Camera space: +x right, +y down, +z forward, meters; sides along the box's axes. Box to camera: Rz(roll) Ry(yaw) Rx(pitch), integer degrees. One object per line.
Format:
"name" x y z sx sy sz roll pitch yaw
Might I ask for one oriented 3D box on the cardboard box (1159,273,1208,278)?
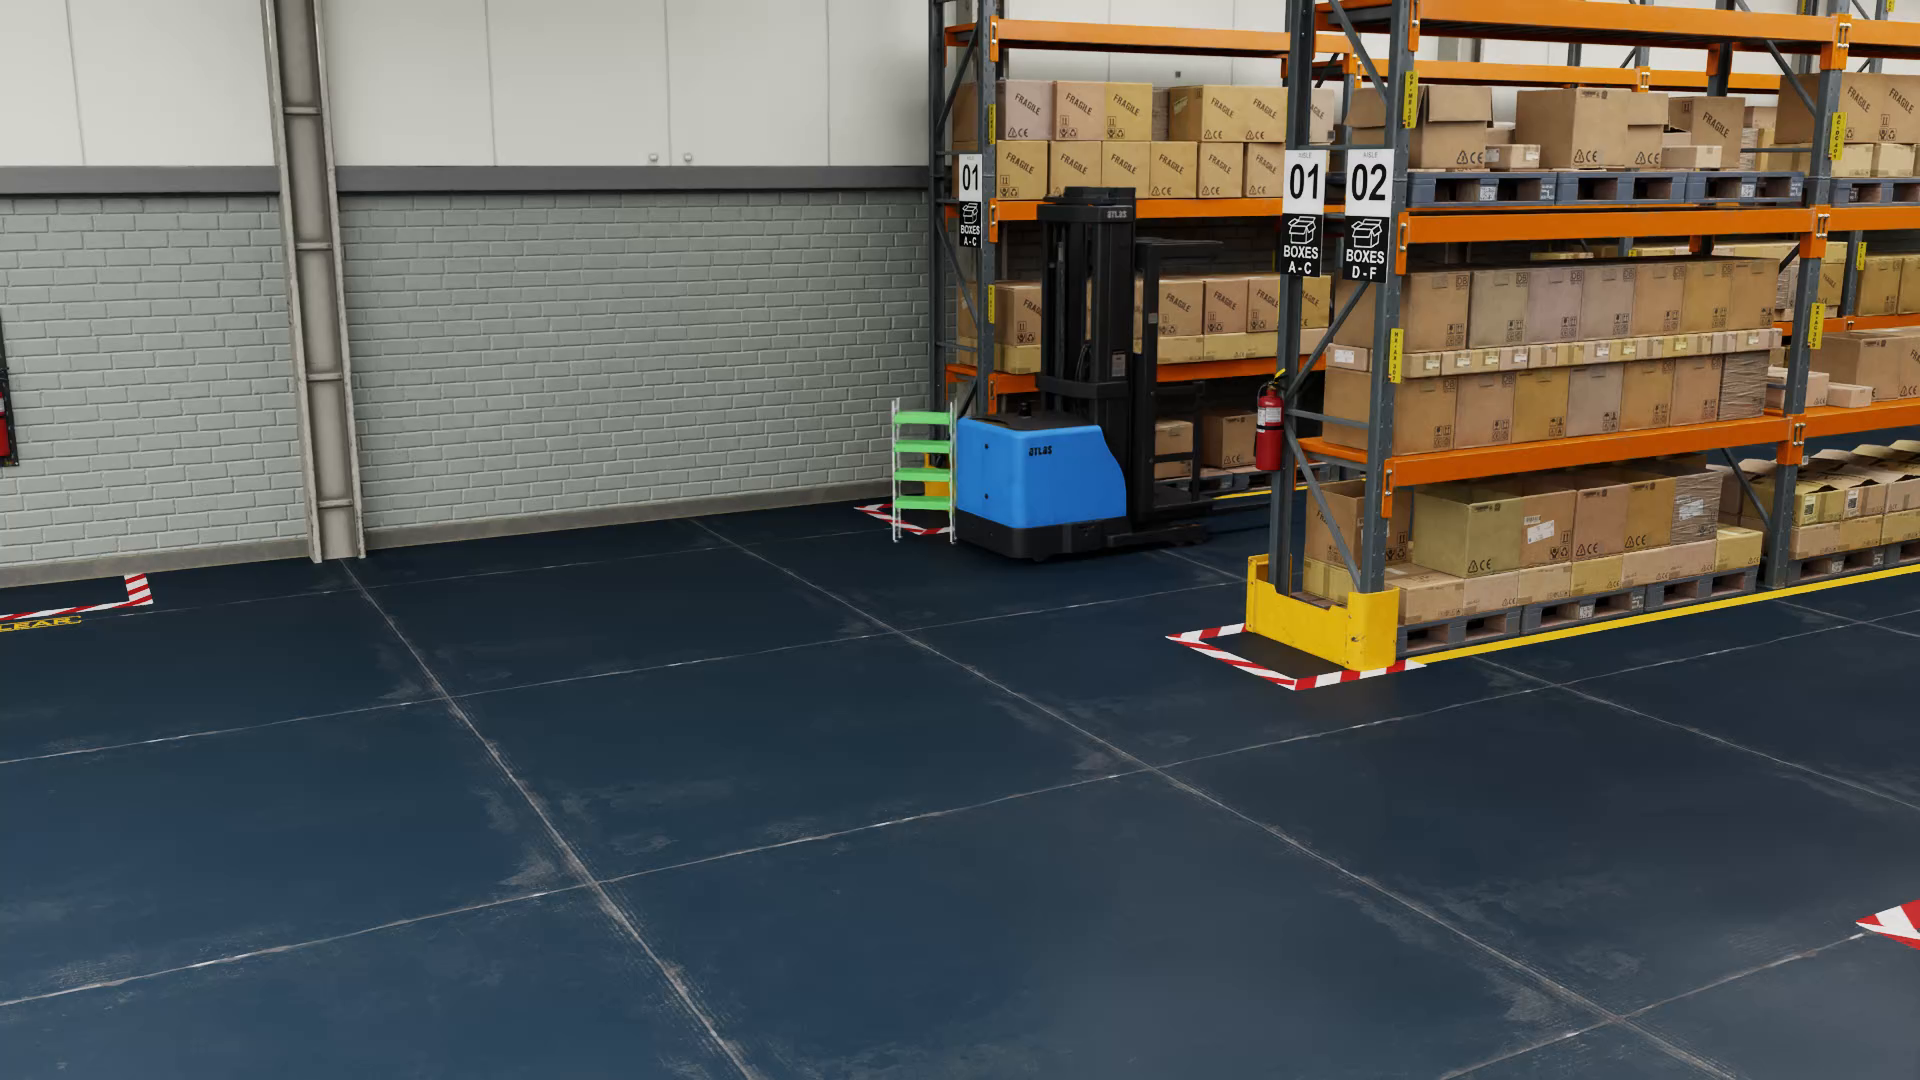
"cardboard box" 2.111 -2.329 16.215 0.500 0.500 0.500 -6 14 -26

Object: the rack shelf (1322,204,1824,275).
"rack shelf" 4.141 -2.089 11.365 4.000 0.370 1.077 -7 14 -28

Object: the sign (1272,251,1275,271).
"sign" 3.251 -2.812 17.137 0.005 0.325 0.100 -7 14 -28

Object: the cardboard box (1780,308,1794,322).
"cardboard box" 9.718 -2.691 19.761 0.250 0.149 0.380 -7 14 -28

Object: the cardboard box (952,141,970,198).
"cardboard box" 0.254 -3.335 14.990 0.500 0.500 0.500 -6 14 -24

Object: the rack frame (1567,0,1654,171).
"rack frame" 7.031 -5.489 18.002 0.127 3.000 1.000 -7 14 -28

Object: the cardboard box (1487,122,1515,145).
"cardboard box" 3.758 -2.689 11.324 0.500 0.311 0.500 -5 14 -21

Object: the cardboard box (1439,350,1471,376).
"cardboard box" 3.064 -1.159 10.723 0.250 0.149 0.380 -7 15 -29

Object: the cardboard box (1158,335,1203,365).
"cardboard box" 1.933 -1.809 15.614 0.500 0.250 0.500 -7 14 -27

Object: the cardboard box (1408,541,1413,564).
"cardboard box" 3.148 0.202 11.684 0.500 0.250 0.500 -7 14 -28

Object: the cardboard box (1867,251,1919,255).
"cardboard box" 12.303 -3.337 21.422 0.700 0.700 0.980 -8 15 -31

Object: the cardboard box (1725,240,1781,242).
"cardboard box" 9.557 -3.498 20.160 0.500 0.250 0.500 -7 14 -27

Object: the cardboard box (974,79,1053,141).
"cardboard box" 0.463 -3.724 14.441 0.500 0.500 0.500 -8 15 -32

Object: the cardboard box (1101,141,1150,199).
"cardboard box" 1.365 -3.334 14.987 0.500 0.500 0.500 -6 14 -25

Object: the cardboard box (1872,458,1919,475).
"cardboard box" 7.728 -0.481 13.444 0.500 0.311 0.500 -6 14 -26

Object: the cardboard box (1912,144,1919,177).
"cardboard box" 7.604 -2.971 13.033 0.500 0.250 0.500 -8 15 -33

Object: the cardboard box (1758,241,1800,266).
"cardboard box" 9.801 -3.402 19.734 0.500 0.250 0.500 -6 14 -27

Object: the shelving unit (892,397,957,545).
"shelving unit" -0.295 -0.581 13.959 0.503 1.200 0.258 2 13 9

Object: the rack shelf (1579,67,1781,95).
"rack shelf" 8.786 -5.153 19.060 4.000 0.370 1.077 -7 14 -28

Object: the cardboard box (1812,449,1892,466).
"cardboard box" 7.450 -0.582 13.891 0.500 0.311 0.500 -7 14 -29

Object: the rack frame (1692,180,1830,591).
"rack frame" 5.897 -1.187 12.550 0.127 3.000 1.000 -7 14 -28

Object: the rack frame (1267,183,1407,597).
"rack frame" 2.386 -0.766 10.681 0.127 3.000 1.000 -7 14 -28

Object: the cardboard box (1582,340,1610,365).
"cardboard box" 4.183 -1.292 11.315 0.250 0.149 0.380 -7 14 -27

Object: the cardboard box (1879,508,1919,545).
"cardboard box" 7.272 -0.153 13.265 0.500 0.250 0.500 -7 15 -30

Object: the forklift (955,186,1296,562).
"forklift" 1.494 -1.469 13.963 3.031 2.935 1.130 -7 15 -29

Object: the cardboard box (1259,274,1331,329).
"cardboard box" 3.253 -2.334 16.237 0.500 0.500 0.500 -7 14 -28

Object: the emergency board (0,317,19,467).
"emergency board" -7.245 -1.077 12.061 0.643 1.169 0.194 -7 14 -28

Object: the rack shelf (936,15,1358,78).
"rack shelf" 1.764 -4.505 15.276 4.000 0.370 1.077 -7 14 -28

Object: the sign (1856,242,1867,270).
"sign" 10.810 -3.405 19.952 0.005 0.325 0.100 -7 14 -28

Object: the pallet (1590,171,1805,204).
"pallet" 5.160 -2.512 11.810 1.213 0.211 1.003 -7 14 -28

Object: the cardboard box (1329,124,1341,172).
"cardboard box" 4.038 -3.900 16.591 0.500 0.500 0.500 -5 13 -20

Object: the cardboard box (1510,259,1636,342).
"cardboard box" 4.189 -1.662 11.480 0.500 0.500 0.700 -7 14 -28

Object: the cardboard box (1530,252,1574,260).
"cardboard box" 6.467 -3.063 18.180 0.250 0.149 0.380 -10 16 -37

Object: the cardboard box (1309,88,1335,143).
"cardboard box" 3.210 -4.046 15.872 0.500 0.500 0.500 -8 15 -33

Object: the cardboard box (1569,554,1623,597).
"cardboard box" 4.280 0.200 11.696 0.500 0.250 0.500 -7 14 -28

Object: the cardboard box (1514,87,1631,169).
"cardboard box" 3.974 -2.673 10.821 0.500 0.500 0.500 -7 14 -28

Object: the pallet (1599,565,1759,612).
"pallet" 5.179 0.249 12.521 1.213 0.211 1.003 -7 14 -28

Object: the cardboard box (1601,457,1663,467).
"cardboard box" 4.905 -0.373 12.535 0.500 0.500 0.500 -7 14 -28

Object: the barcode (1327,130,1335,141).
"barcode" 2.419 -2.637 10.842 0.075 0.075 0.001 -7 14 -28

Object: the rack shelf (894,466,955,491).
"rack shelf" -0.295 -0.519 13.973 0.480 0.148 0.258 2 13 9

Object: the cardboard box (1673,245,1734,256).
"cardboard box" 8.461 -3.239 19.013 0.500 0.250 0.500 -7 14 -27

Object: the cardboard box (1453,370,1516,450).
"cardboard box" 3.260 -0.918 11.126 0.500 0.500 0.700 -6 14 -26

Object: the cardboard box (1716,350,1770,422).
"cardboard box" 5.510 -1.188 12.327 0.500 0.500 0.700 -7 15 -29

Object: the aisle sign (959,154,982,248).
"aisle sign" 0.089 -2.923 14.345 0.004 0.787 0.394 -7 14 -28

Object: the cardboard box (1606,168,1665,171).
"cardboard box" 7.421 -4.350 18.543 0.500 0.500 0.700 -8 15 -32

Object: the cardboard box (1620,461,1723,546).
"cardboard box" 5.150 -0.275 12.096 0.500 0.500 0.500 -7 14 -28

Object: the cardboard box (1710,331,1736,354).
"cardboard box" 5.314 -1.428 11.919 0.250 0.149 0.380 -7 15 -30

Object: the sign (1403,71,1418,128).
"sign" 2.646 -2.587 9.769 0.005 0.325 0.100 -7 14 -28

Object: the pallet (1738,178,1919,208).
"pallet" 6.665 -2.652 12.666 1.217 0.209 0.805 -8 15 -30

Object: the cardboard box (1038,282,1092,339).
"cardboard box" 1.011 -2.065 15.041 0.500 0.500 0.500 -7 14 -28

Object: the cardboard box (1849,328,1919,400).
"cardboard box" 7.481 -1.421 13.365 0.500 0.500 0.500 -7 14 -28
